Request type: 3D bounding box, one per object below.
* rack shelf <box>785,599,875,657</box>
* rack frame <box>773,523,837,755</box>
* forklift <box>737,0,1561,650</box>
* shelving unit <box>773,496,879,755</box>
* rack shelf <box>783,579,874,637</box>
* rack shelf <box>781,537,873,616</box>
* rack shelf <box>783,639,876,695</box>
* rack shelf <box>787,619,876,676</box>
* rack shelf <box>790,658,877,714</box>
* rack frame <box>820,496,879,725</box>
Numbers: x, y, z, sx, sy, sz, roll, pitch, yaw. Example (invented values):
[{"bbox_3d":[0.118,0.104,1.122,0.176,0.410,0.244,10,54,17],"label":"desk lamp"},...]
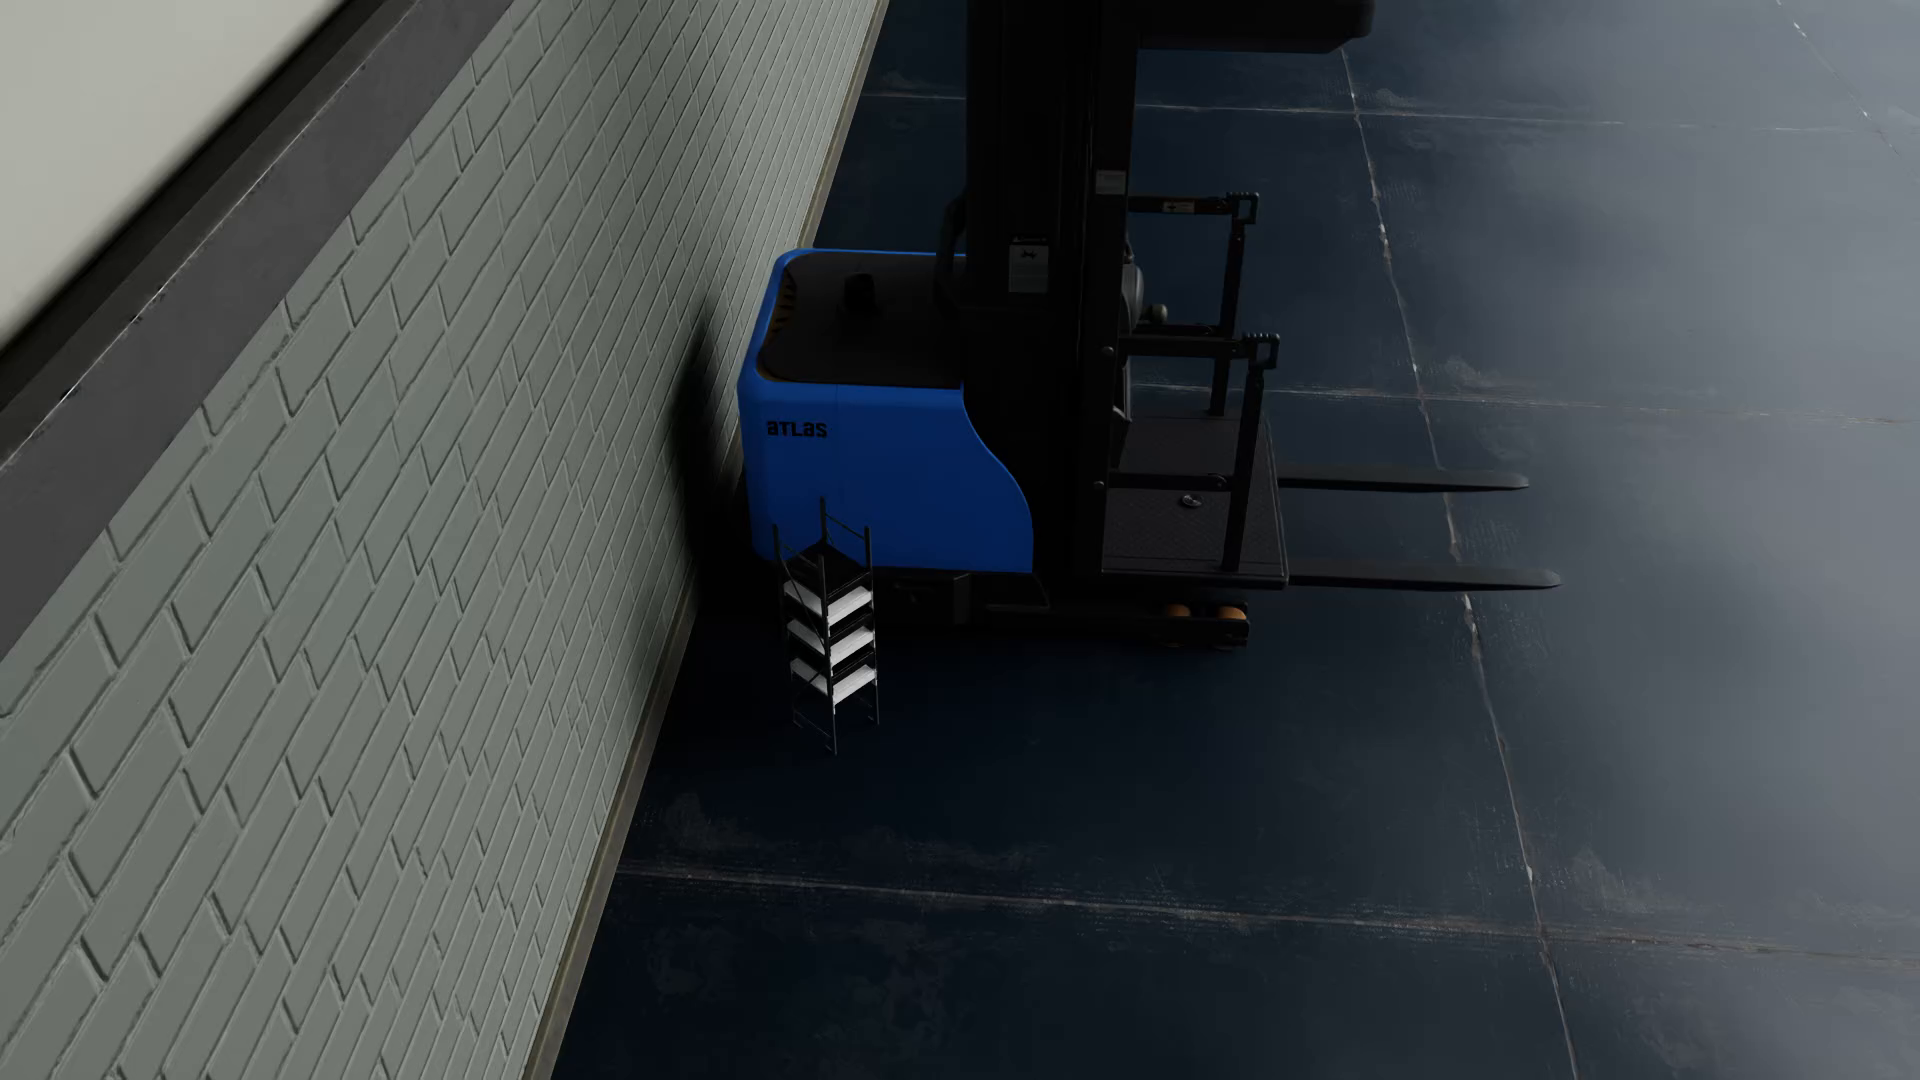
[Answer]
[{"bbox_3d":[-0.449,0.259,5.629,0.258,0.077,0.200,32,49,33],"label":"rack shelf"},{"bbox_3d":[-0.520,0.349,5.608,0.240,0.900,0.006,32,49,33],"label":"rack frame"},{"bbox_3d":[0.752,-1.074,5.747,3.031,2.935,1.130,3,39,3],"label":"forklift"},{"bbox_3d":[-0.449,0.303,5.664,0.258,0.900,0.210,32,49,33],"label":"shelving unit"},{"bbox_3d":[-0.449,0.190,5.572,0.258,0.077,0.200,32,49,33],"label":"rack shelf"},{"bbox_3d":[-0.449,0.120,5.515,0.258,0.077,0.200,32,49,33],"label":"rack shelf"},{"bbox_3d":[-0.449,0.399,5.742,0.258,0.077,0.200,32,49,33],"label":"rack shelf"},{"bbox_3d":[-0.449,0.329,5.686,0.258,0.077,0.200,32,49,33],"label":"rack shelf"},{"bbox_3d":[-0.449,0.469,5.799,0.258,0.077,0.200,32,49,33],"label":"rack shelf"},{"bbox_3d":[-0.377,0.258,5.721,0.240,0.900,0.006,32,49,33],"label":"rack frame"}]
